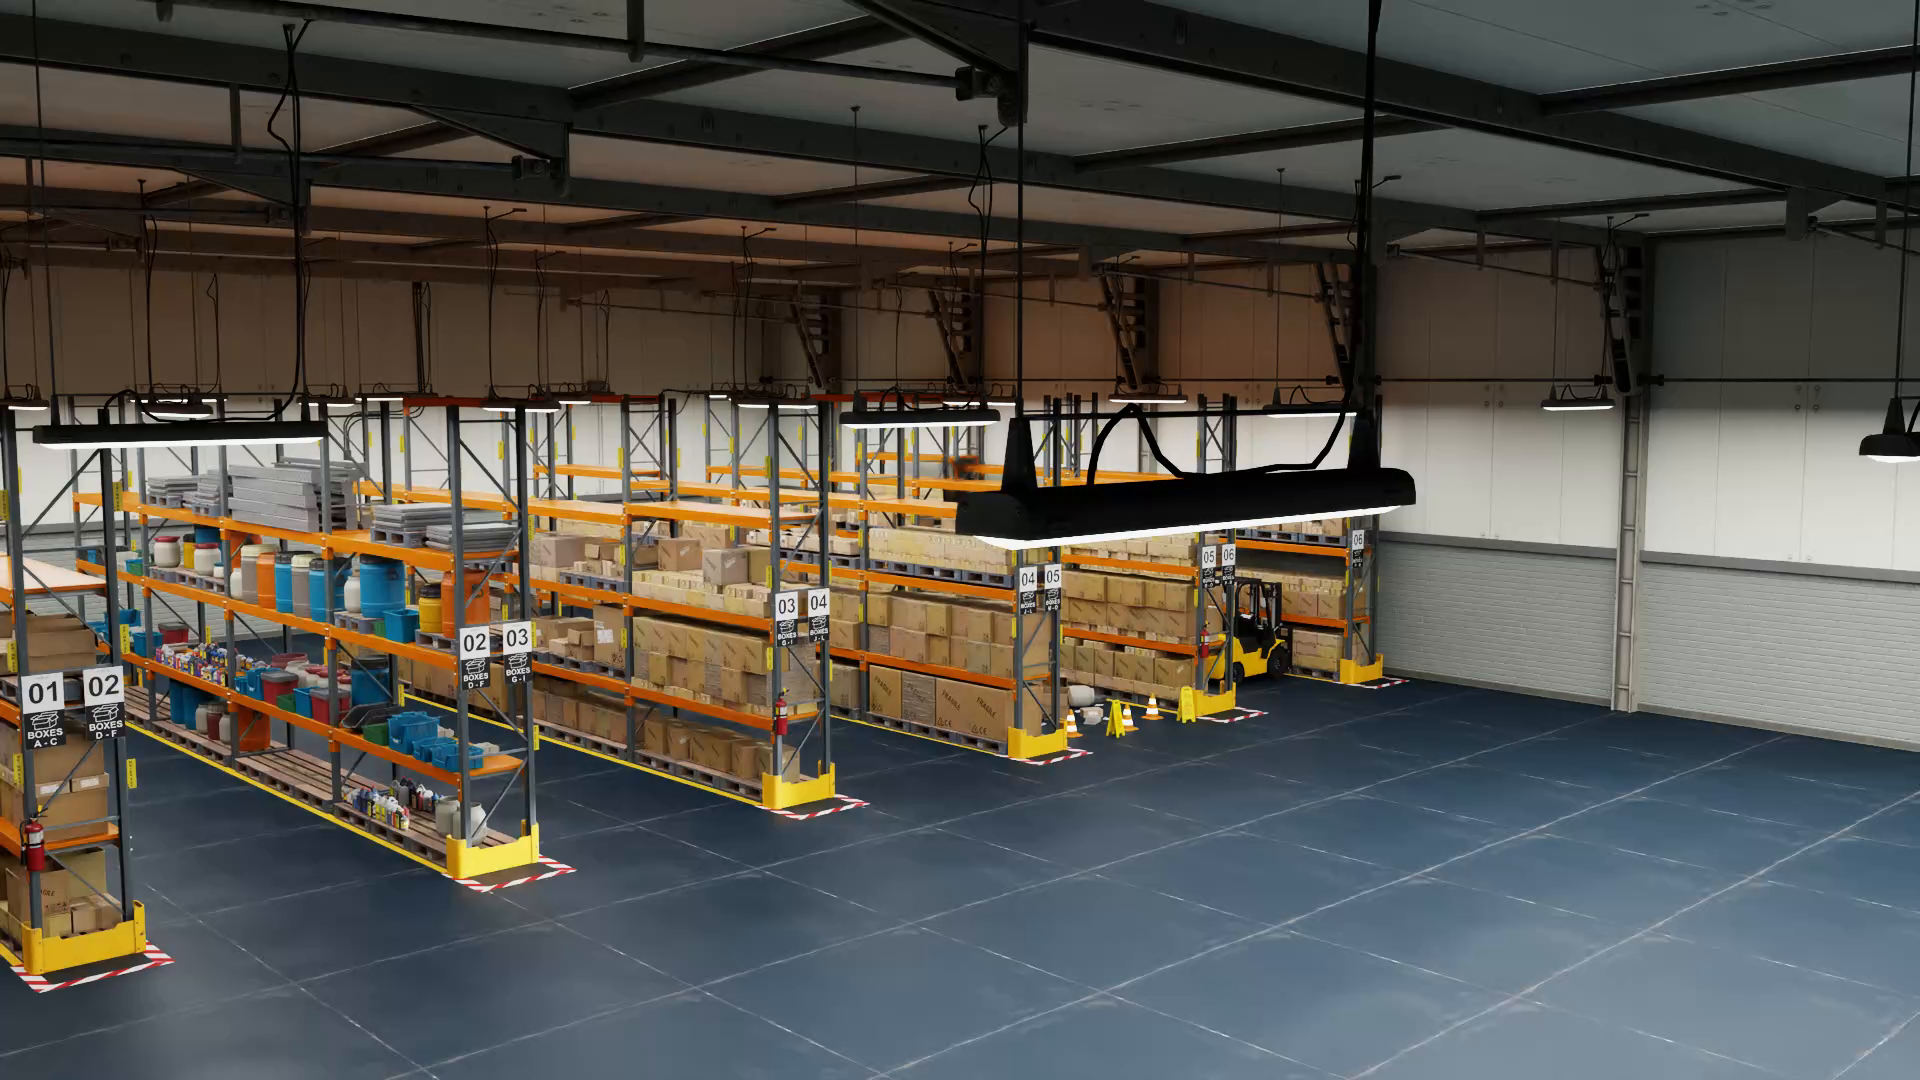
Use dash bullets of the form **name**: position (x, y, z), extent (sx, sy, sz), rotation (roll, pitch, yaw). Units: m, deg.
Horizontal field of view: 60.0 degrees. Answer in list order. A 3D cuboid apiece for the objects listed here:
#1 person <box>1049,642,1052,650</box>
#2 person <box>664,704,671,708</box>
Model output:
- **person**: position (1.851, 1.875, 37.928), extent (0.601, 1.616, 0.577), rotation (-5, 7, -41)
- **person**: position (-5.798, 2.378, 32.350), extent (0.583, 1.696, 0.744), rotation (-5, 7, -42)
